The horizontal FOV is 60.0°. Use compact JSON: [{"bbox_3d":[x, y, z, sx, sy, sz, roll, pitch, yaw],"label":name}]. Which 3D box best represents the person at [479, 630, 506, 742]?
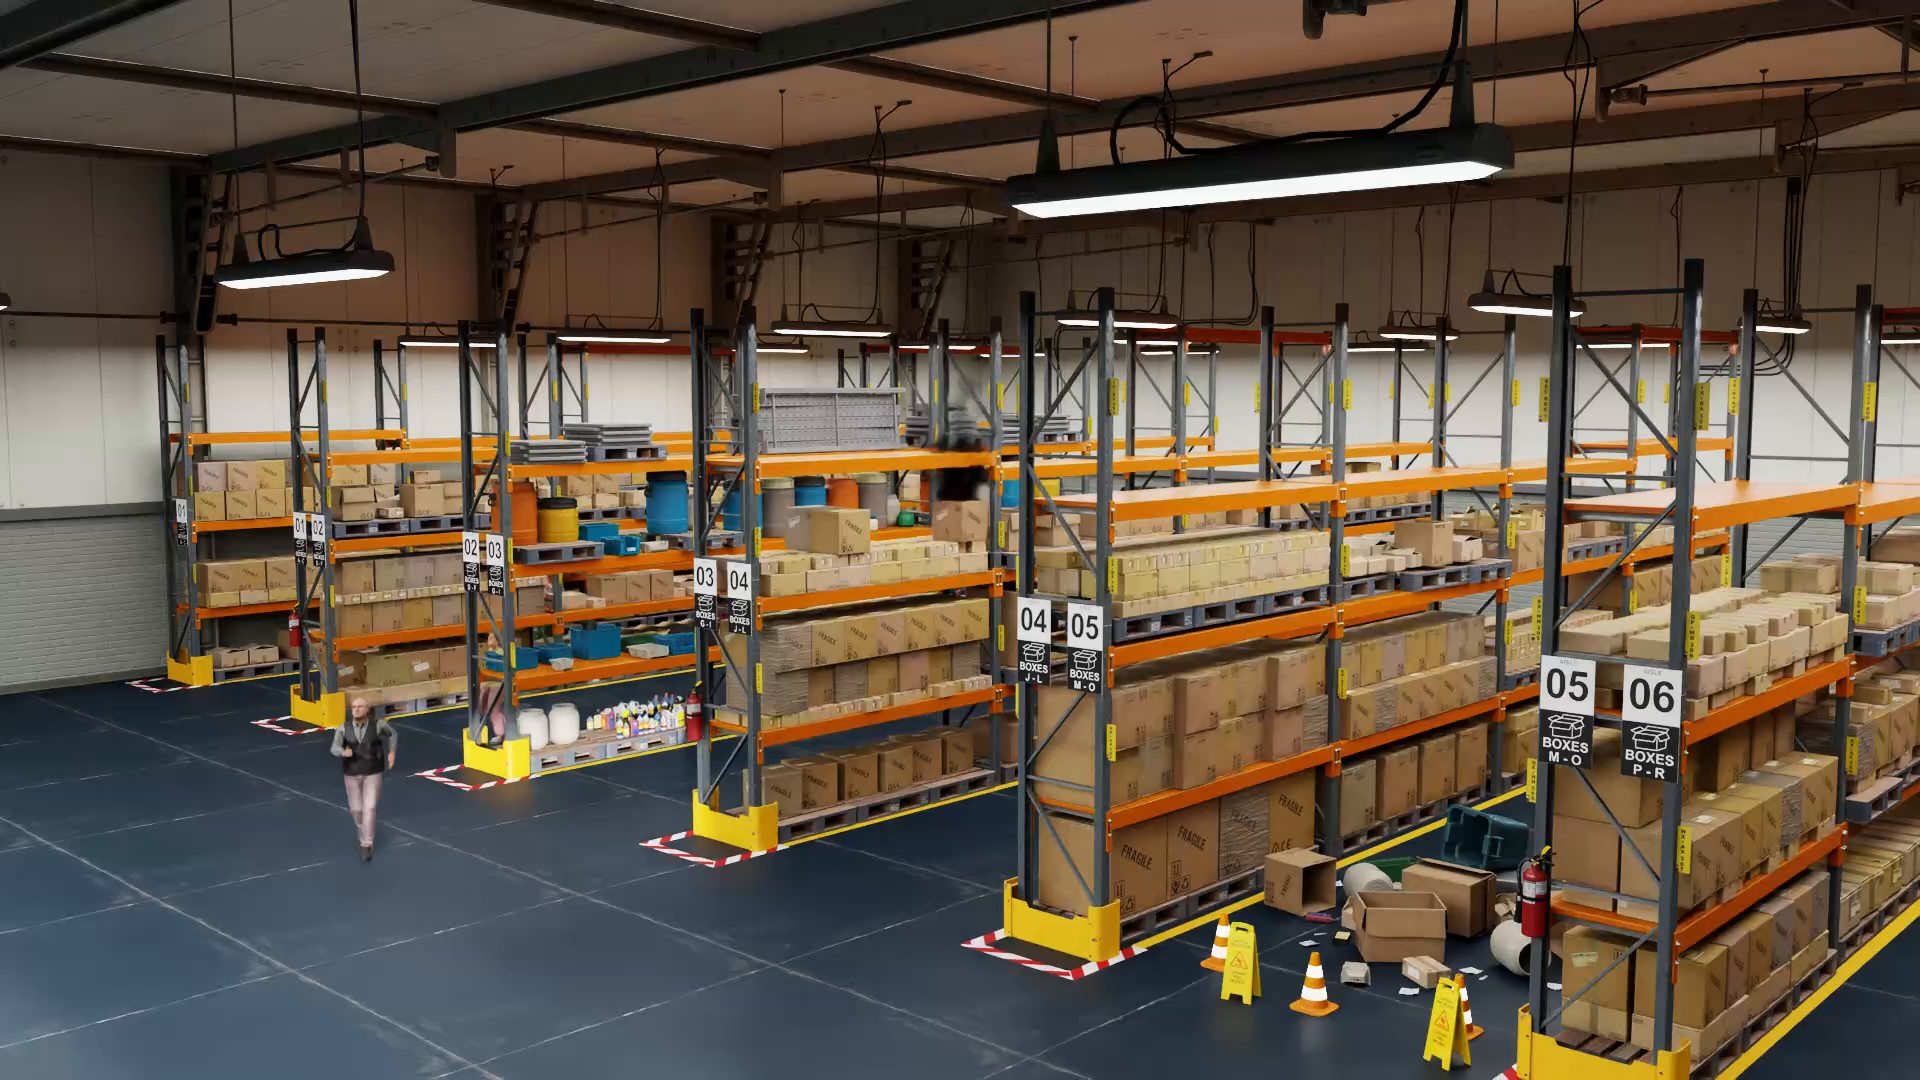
[{"bbox_3d":[-6.693,2.106,23.894,0.502,1.631,0.623,-5,7,-43],"label":"person"}]

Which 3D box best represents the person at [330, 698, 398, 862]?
[{"bbox_3d":[-6.543,2.571,18.205,0.666,1.674,1.066,-1,5,-9],"label":"person"}]

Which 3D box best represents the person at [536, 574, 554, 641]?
[{"bbox_3d":[-7.581,1.403,30.366,0.668,1.765,0.998,5,7,41],"label":"person"}]
